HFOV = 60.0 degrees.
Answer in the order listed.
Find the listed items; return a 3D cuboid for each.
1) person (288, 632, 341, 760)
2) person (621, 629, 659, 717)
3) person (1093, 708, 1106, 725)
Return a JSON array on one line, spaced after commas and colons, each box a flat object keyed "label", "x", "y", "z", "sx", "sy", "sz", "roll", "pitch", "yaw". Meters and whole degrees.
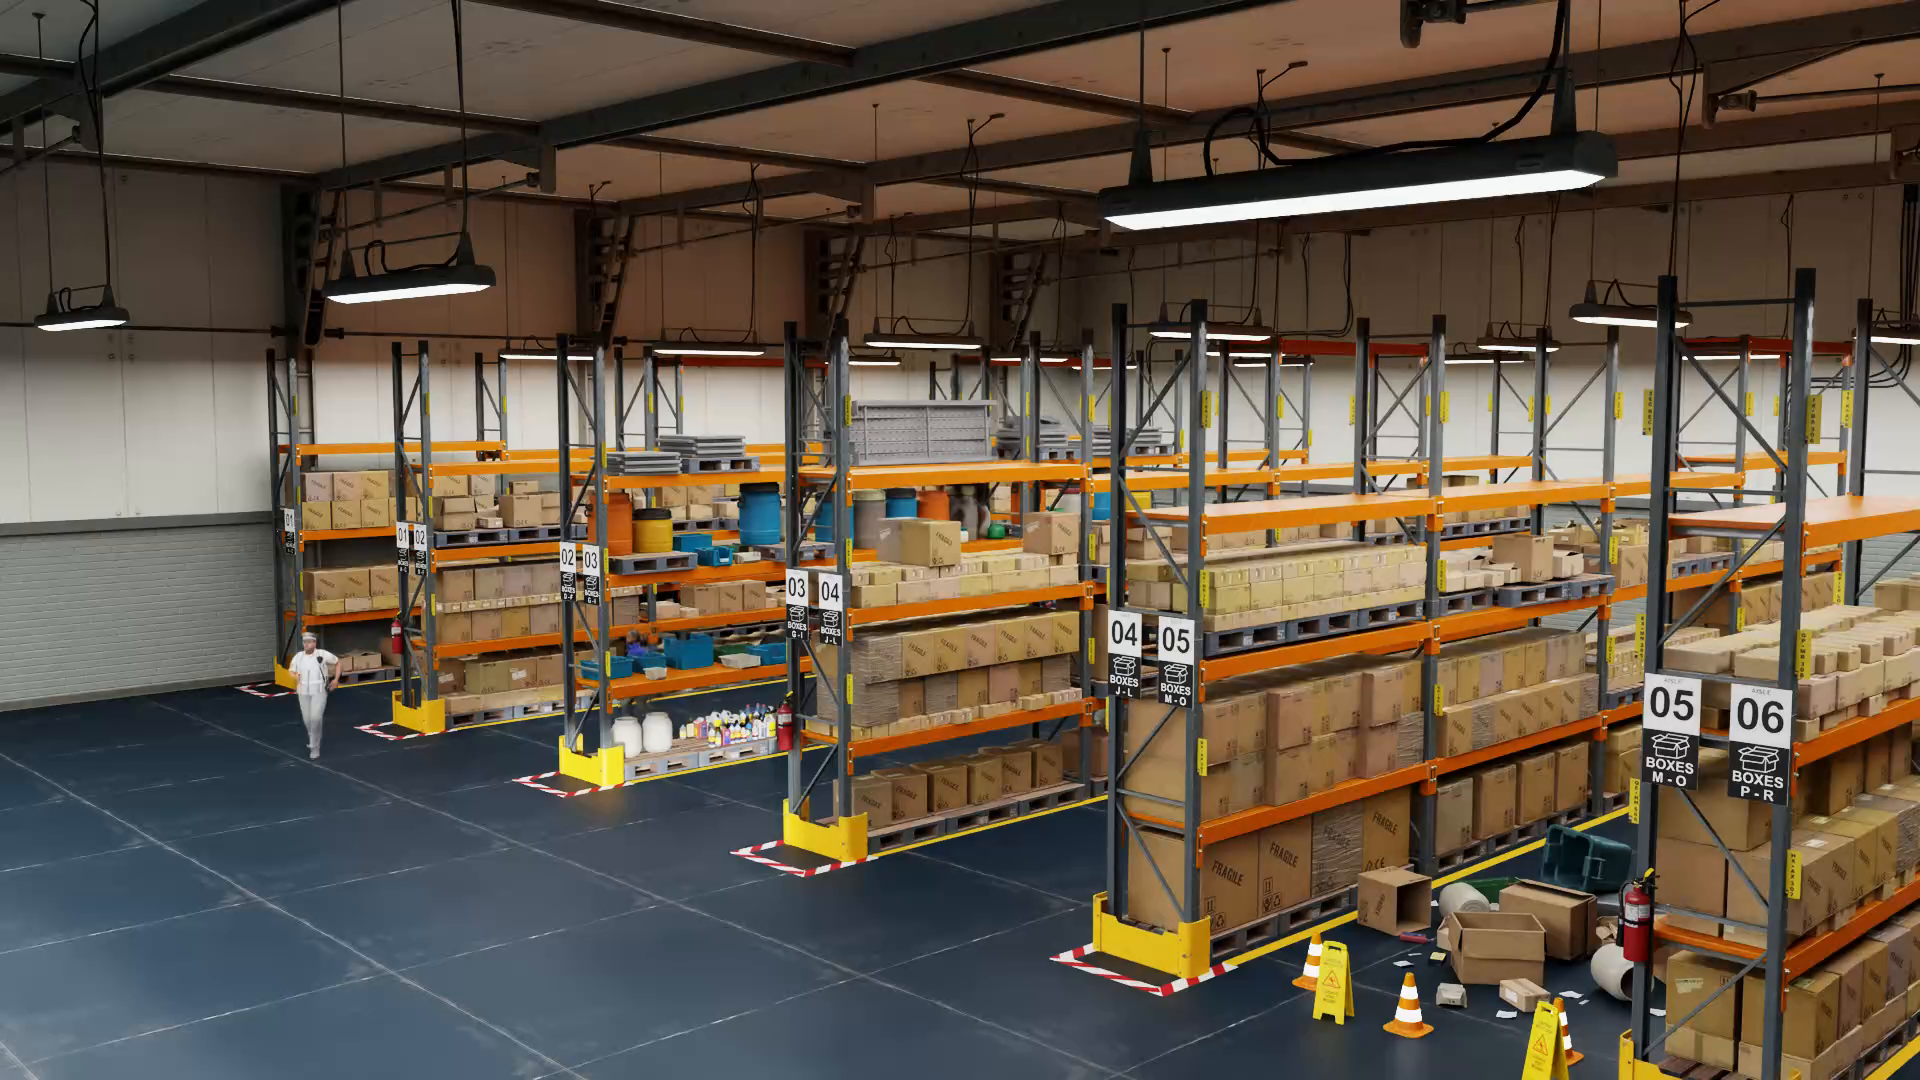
[{"label": "person", "x": -9.336, "y": 2.226, "z": 24.012, "sx": 0.668, "sy": 1.828, "sz": 0.802, "roll": 0, "pitch": 5, "yaw": -2}, {"label": "person", "x": -4.813, "y": 2.185, "z": 25.030, "sx": 0.774, "sy": 1.683, "sz": 0.574, "roll": -3, "pitch": 6, "yaw": -32}, {"label": "person", "x": 2.322, "y": 2.082, "z": 26.081, "sx": 0.577, "sy": 1.674, "sz": 0.947, "roll": 4, "pitch": 6, "yaw": 40}]
